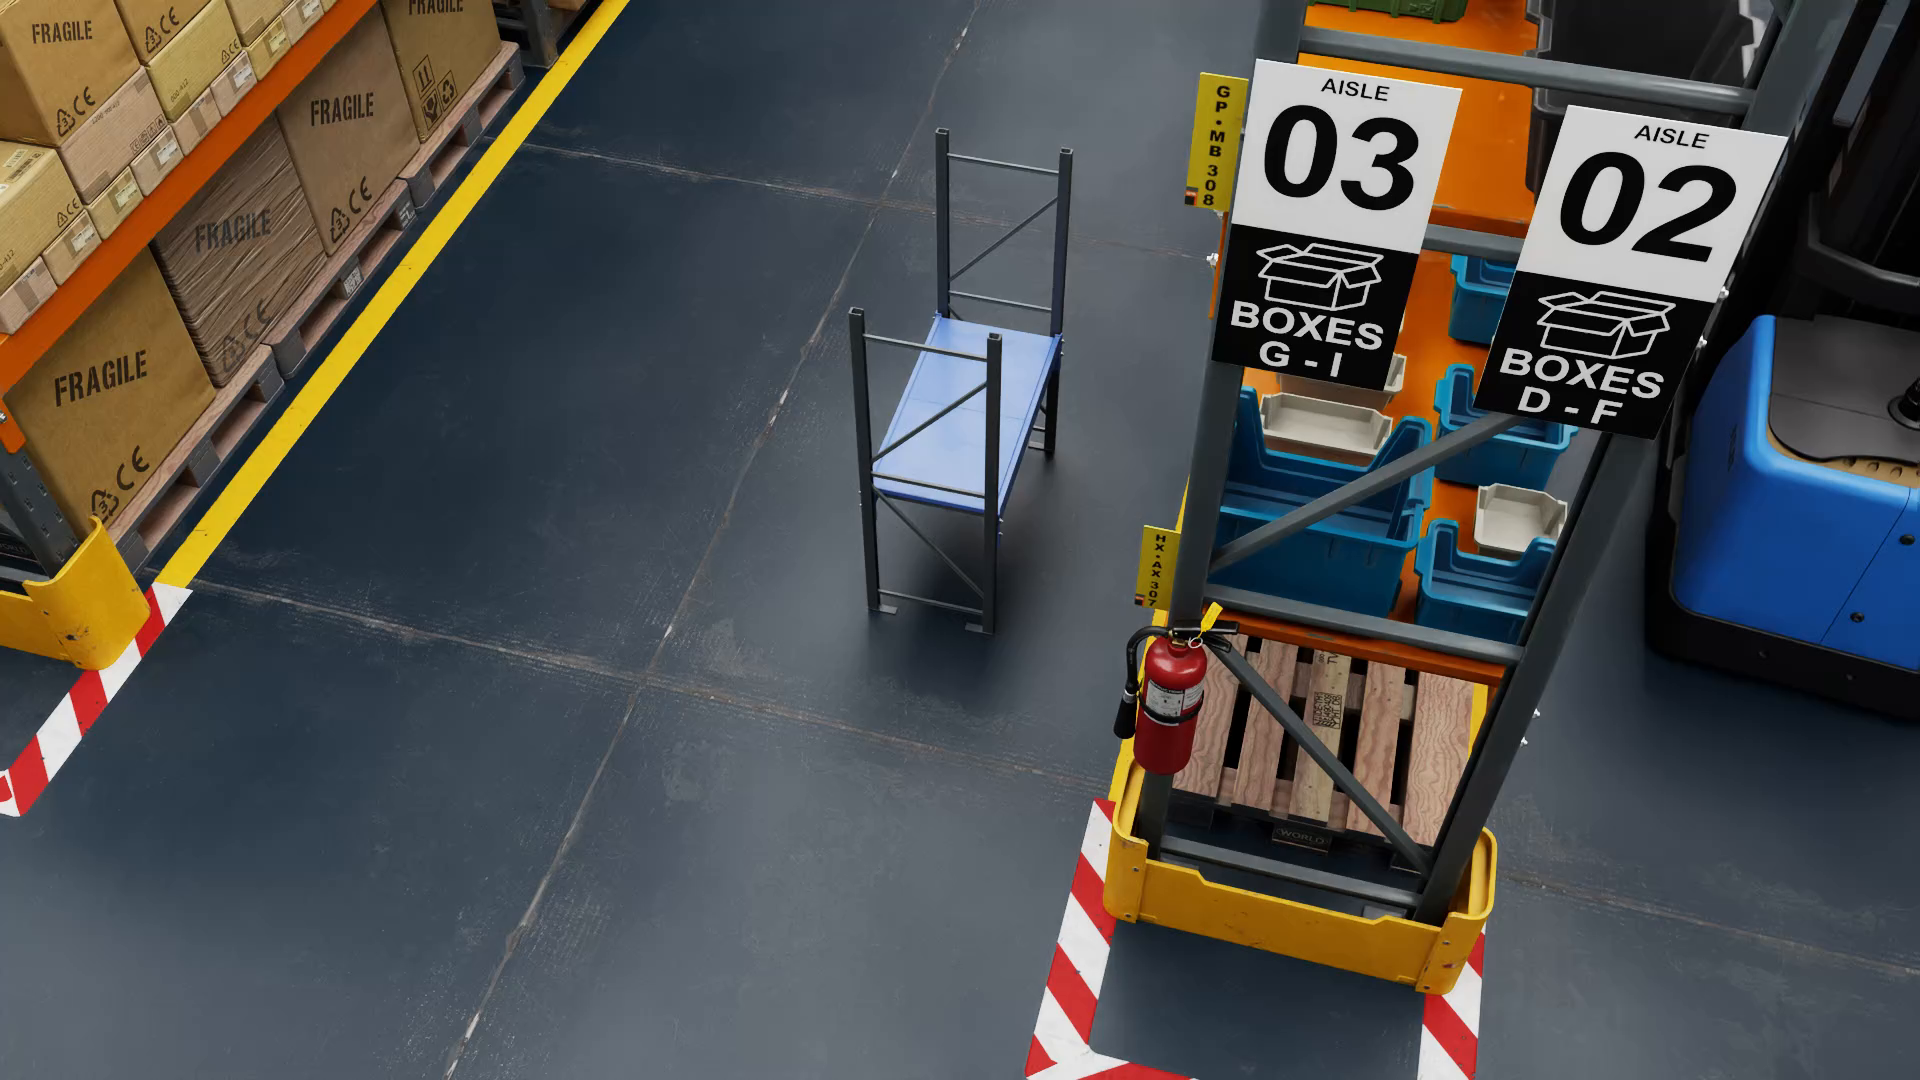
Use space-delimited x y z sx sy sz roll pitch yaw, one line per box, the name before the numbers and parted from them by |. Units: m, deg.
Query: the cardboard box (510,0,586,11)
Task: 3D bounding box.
cardboard box | -2.508 -3.543 8.932 1.225 0.875 0.875 12 50 10

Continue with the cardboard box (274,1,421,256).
cardboard box | -3.145 -1.963 7.538 0.875 0.875 0.875 12 50 10

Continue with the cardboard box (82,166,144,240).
cardboard box | -3.165 -1.227 5.918 0.380 0.149 0.250 11 49 9

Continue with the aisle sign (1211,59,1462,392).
aisle sign | 0.766 -0.635 3.495 0.394 0.787 0.004 12 50 10

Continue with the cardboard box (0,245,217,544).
cardboard box | -3.619 -0.661 6.389 0.875 0.875 0.875 12 50 10

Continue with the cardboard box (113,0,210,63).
cardboard box | -3.061 -2.075 5.901 0.500 0.500 0.500 10 49 9

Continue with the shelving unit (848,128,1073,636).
shelving unit | 0.022 -0.558 6.161 0.538 1.500 1.048 12 50 10

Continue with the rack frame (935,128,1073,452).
rack frame | 0.156 -0.926 6.486 0.500 1.500 0.032 12 50 10

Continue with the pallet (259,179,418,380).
pallet | -3.252 -1.298 7.673 1.003 0.211 1.213 12 50 10

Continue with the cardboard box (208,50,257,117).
cardboard box | -2.962 -1.786 6.412 0.380 0.149 0.250 11 50 10

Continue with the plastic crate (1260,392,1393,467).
plastic crate | 1.108 -0.328 5.093 0.396 0.136 0.243 12 50 10

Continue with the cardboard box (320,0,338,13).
cardboard box | -2.760 -2.342 6.903 0.380 0.149 0.250 11 49 9

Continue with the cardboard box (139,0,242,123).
cardboard box | -3.057 -1.830 6.185 0.500 0.250 0.500 10 49 9

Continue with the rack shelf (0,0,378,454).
rack shelf | -3.184 -1.955 6.874 1.077 0.370 4.000 12 50 10

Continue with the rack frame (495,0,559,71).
rack frame | -2.657 -3.640 7.881 1.000 3.000 0.127 12 50 10

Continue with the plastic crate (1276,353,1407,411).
plastic crate | 1.198 -0.534 5.276 0.396 0.136 0.243 12 50 10

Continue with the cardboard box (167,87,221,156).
cardboard box | -3.030 -1.599 6.247 0.380 0.149 0.250 11 49 9

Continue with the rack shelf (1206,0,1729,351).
rack shelf | 1.594 -1.971 4.887 1.077 0.370 4.000 12 50 10

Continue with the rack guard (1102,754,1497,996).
rack guard | 1.074 1.078 5.384 1.175 0.500 0.348 12 50 10

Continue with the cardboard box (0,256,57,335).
cardboard box | -3.298 -0.855 5.591 0.380 0.149 0.250 12 50 10

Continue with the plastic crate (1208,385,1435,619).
plastic crate | 0.976 -0.080 4.675 0.616 0.435 0.499 12 50 10

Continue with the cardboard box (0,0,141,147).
cardboard box | -3.192 -1.699 5.570 0.500 0.500 0.500 10 49 9

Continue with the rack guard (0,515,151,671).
rack guard | -3.717 0.098 6.249 1.175 0.500 0.348 12 50 10

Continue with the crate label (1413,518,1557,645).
crate label | 1.451 0.152 4.605 0.416 0.233 0.303 12 50 10

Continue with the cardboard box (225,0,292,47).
cardboard box | -2.925 -2.208 6.519 0.500 0.250 0.500 11 49 9

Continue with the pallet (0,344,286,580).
pallet | -3.575 -0.418 6.897 1.003 0.211 1.213 12 50 10

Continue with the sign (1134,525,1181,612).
sign | 0.533 0.080 4.489 0.100 0.325 0.005 12 50 10

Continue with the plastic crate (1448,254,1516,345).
plastic crate | 1.797 -0.800 5.446 0.416 0.233 0.300 12 50 10

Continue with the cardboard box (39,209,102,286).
cardboard box | -3.232 -1.041 5.755 0.380 0.149 0.250 11 49 9

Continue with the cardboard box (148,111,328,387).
cardboard box | -3.379 -1.320 6.970 0.875 0.875 0.875 12 50 10

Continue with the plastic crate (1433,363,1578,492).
plastic crate | 1.624 -0.324 5.026 0.416 0.233 0.300 12 50 10

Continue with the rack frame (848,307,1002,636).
rack frame | -0.111 -0.190 5.836 0.500 1.500 0.032 12 50 10

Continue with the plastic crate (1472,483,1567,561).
plastic crate | 1.615 -0.031 4.832 0.250 0.136 0.298 12 50 10

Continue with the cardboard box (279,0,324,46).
cardboard box | -2.828 -2.158 6.741 0.380 0.149 0.250 12 50 11

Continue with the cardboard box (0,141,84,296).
cardboard box | -3.323 -1.090 5.531 0.500 0.250 0.500 10 49 9

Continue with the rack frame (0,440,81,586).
rack frame | -3.710 -0.747 5.327 1.000 3.000 0.127 12 50 10

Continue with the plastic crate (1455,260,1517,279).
plastic crate | 1.876 -1.017 5.637 0.416 0.233 0.300 12 50 10

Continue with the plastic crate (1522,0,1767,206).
plastic crate | 1.438 -0.942 3.586 0.497 0.269 0.590 12 50 10

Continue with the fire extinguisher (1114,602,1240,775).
fire extinguisher | 0.590 0.399 4.616 0.296 0.674 0.183 12 50 10

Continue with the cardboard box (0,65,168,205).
cardboard box | -3.193 -1.467 5.864 0.500 0.250 0.500 11 49 10

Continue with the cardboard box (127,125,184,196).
cardboard box | -3.098 -1.415 6.085 0.380 0.149 0.250 11 49 9

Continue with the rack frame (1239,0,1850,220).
rack frame | 1.068 -1.755 2.215 1.000 3.000 0.127 12 50 10

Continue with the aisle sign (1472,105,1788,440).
aisle sign | 1.336 -0.519 3.392 0.394 0.787 0.004 12 50 10

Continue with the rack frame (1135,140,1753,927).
rack frame | 1.068 0.231 4.465 1.000 3.000 0.127 12 50 10

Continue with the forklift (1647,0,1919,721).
forklift | 3.589 -1.444 5.988 1.130 2.935 3.031 16 50 13

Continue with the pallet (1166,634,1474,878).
pallet | 1.323 0.564 6.030 1.003 0.211 1.213 12 50 10

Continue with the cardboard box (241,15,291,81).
cardboard box | -2.895 -1.968 6.573 0.380 0.149 0.250 10 49 9

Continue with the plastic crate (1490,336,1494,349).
plastic crate | 1.793 -0.522 5.265 0.250 0.136 0.298 12 50 10

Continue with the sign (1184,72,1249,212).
sign | 0.533 -0.824 3.465 0.100 0.325 0.005 12 50 10

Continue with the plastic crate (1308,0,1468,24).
plastic crate | 1.052 -1.462 4.099 0.450 0.188 0.336 12 50 10

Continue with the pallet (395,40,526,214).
pallet | -2.933 -2.183 8.455 1.003 0.211 1.213 12 50 10

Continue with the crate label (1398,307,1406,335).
crate label | 1.248 -0.741 5.458 0.396 0.136 0.243 12 50 10

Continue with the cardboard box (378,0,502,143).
cardboard box | -2.908 -2.614 8.113 0.875 0.875 0.875 12 50 10

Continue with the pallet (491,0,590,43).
pallet | -2.527 -3.290 9.432 1.003 0.211 1.213 12 50 10

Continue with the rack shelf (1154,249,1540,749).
rack shelf | 1.594 -0.978 6.011 1.077 0.370 4.000 12 50 10

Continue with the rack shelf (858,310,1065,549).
rack shelf | 0.022 -0.439 6.296 0.538 0.185 1.000 12 50 10
